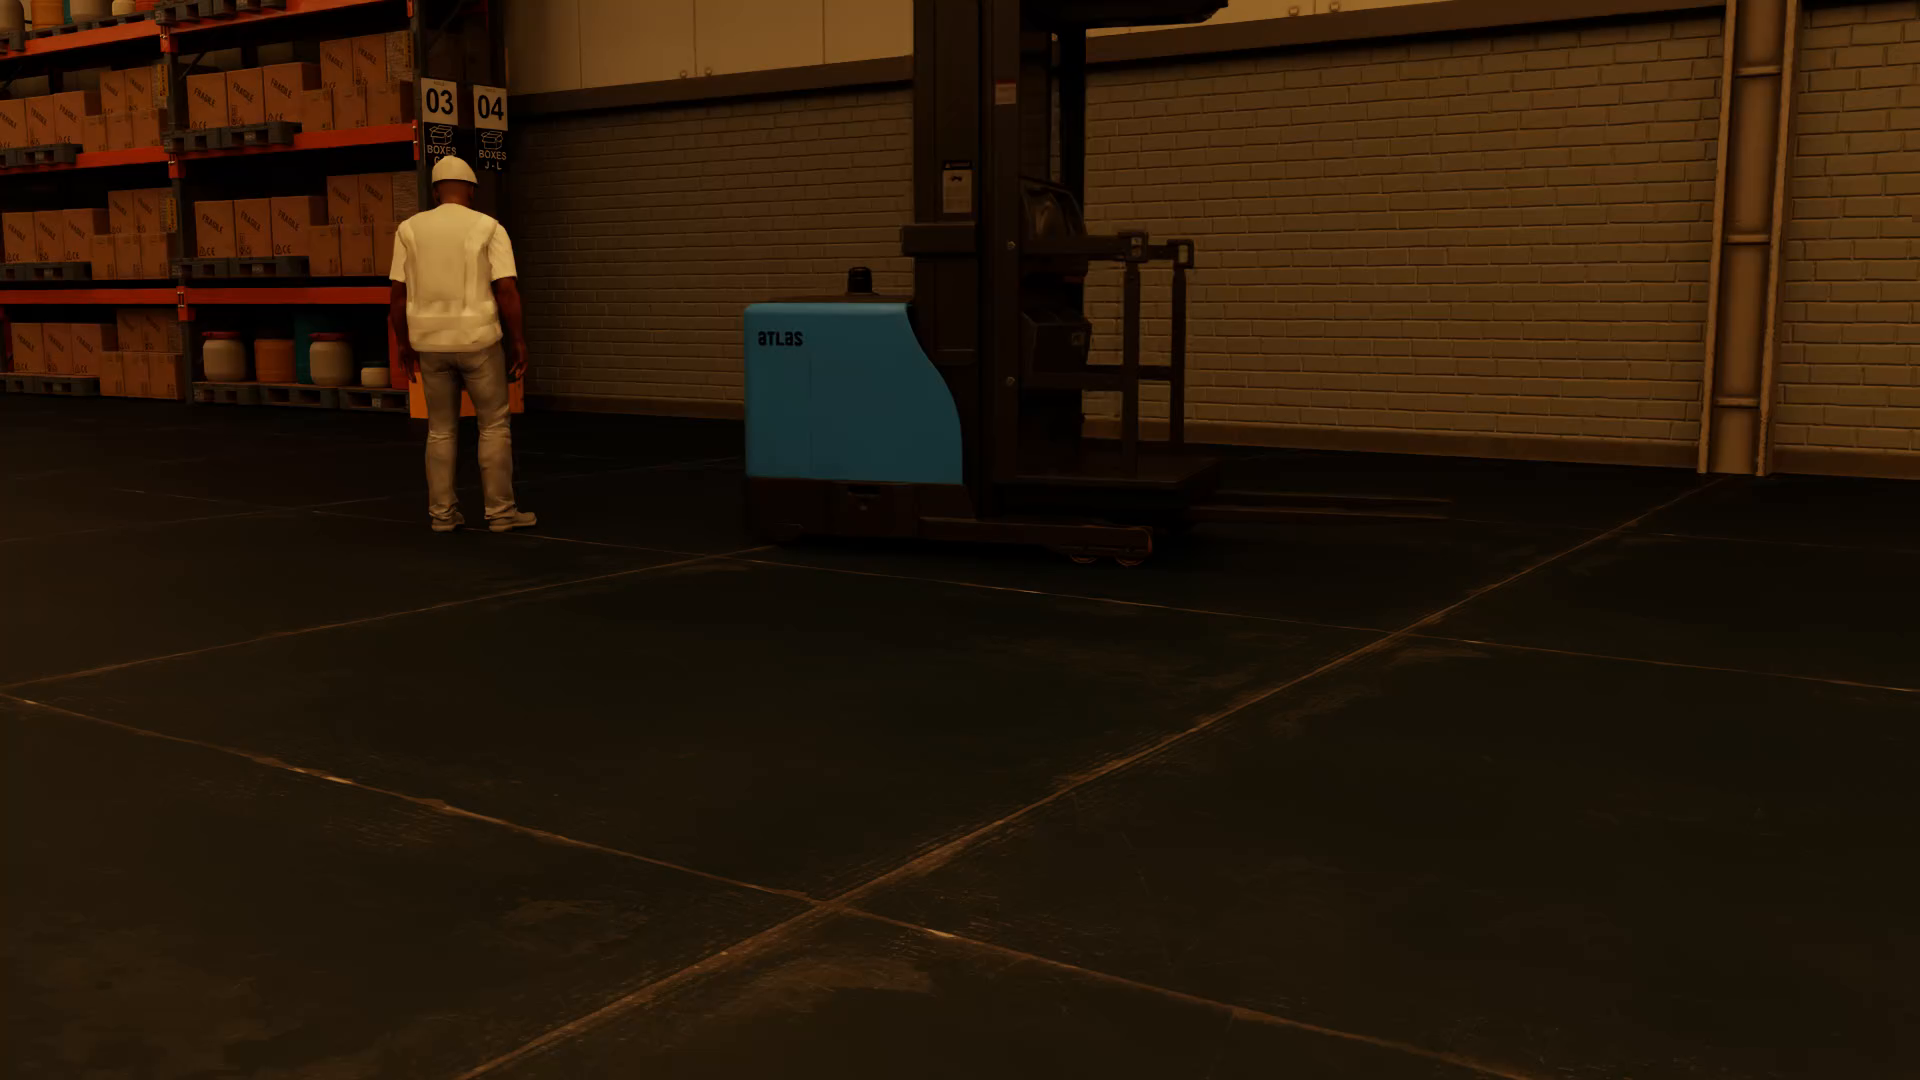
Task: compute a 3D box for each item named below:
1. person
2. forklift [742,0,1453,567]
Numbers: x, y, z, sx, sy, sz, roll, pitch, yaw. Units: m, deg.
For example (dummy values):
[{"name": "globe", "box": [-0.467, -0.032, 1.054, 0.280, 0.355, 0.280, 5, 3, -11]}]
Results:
[{"name": "person", "box": [-2.354, -0.922, 7.852, 0.629, 1.759, 0.460, 1, 8, 5]}, {"name": "forklift", "box": [0.600, -1.426, 7.219, 3.031, 2.935, 1.130, 3, 9, 18]}]
